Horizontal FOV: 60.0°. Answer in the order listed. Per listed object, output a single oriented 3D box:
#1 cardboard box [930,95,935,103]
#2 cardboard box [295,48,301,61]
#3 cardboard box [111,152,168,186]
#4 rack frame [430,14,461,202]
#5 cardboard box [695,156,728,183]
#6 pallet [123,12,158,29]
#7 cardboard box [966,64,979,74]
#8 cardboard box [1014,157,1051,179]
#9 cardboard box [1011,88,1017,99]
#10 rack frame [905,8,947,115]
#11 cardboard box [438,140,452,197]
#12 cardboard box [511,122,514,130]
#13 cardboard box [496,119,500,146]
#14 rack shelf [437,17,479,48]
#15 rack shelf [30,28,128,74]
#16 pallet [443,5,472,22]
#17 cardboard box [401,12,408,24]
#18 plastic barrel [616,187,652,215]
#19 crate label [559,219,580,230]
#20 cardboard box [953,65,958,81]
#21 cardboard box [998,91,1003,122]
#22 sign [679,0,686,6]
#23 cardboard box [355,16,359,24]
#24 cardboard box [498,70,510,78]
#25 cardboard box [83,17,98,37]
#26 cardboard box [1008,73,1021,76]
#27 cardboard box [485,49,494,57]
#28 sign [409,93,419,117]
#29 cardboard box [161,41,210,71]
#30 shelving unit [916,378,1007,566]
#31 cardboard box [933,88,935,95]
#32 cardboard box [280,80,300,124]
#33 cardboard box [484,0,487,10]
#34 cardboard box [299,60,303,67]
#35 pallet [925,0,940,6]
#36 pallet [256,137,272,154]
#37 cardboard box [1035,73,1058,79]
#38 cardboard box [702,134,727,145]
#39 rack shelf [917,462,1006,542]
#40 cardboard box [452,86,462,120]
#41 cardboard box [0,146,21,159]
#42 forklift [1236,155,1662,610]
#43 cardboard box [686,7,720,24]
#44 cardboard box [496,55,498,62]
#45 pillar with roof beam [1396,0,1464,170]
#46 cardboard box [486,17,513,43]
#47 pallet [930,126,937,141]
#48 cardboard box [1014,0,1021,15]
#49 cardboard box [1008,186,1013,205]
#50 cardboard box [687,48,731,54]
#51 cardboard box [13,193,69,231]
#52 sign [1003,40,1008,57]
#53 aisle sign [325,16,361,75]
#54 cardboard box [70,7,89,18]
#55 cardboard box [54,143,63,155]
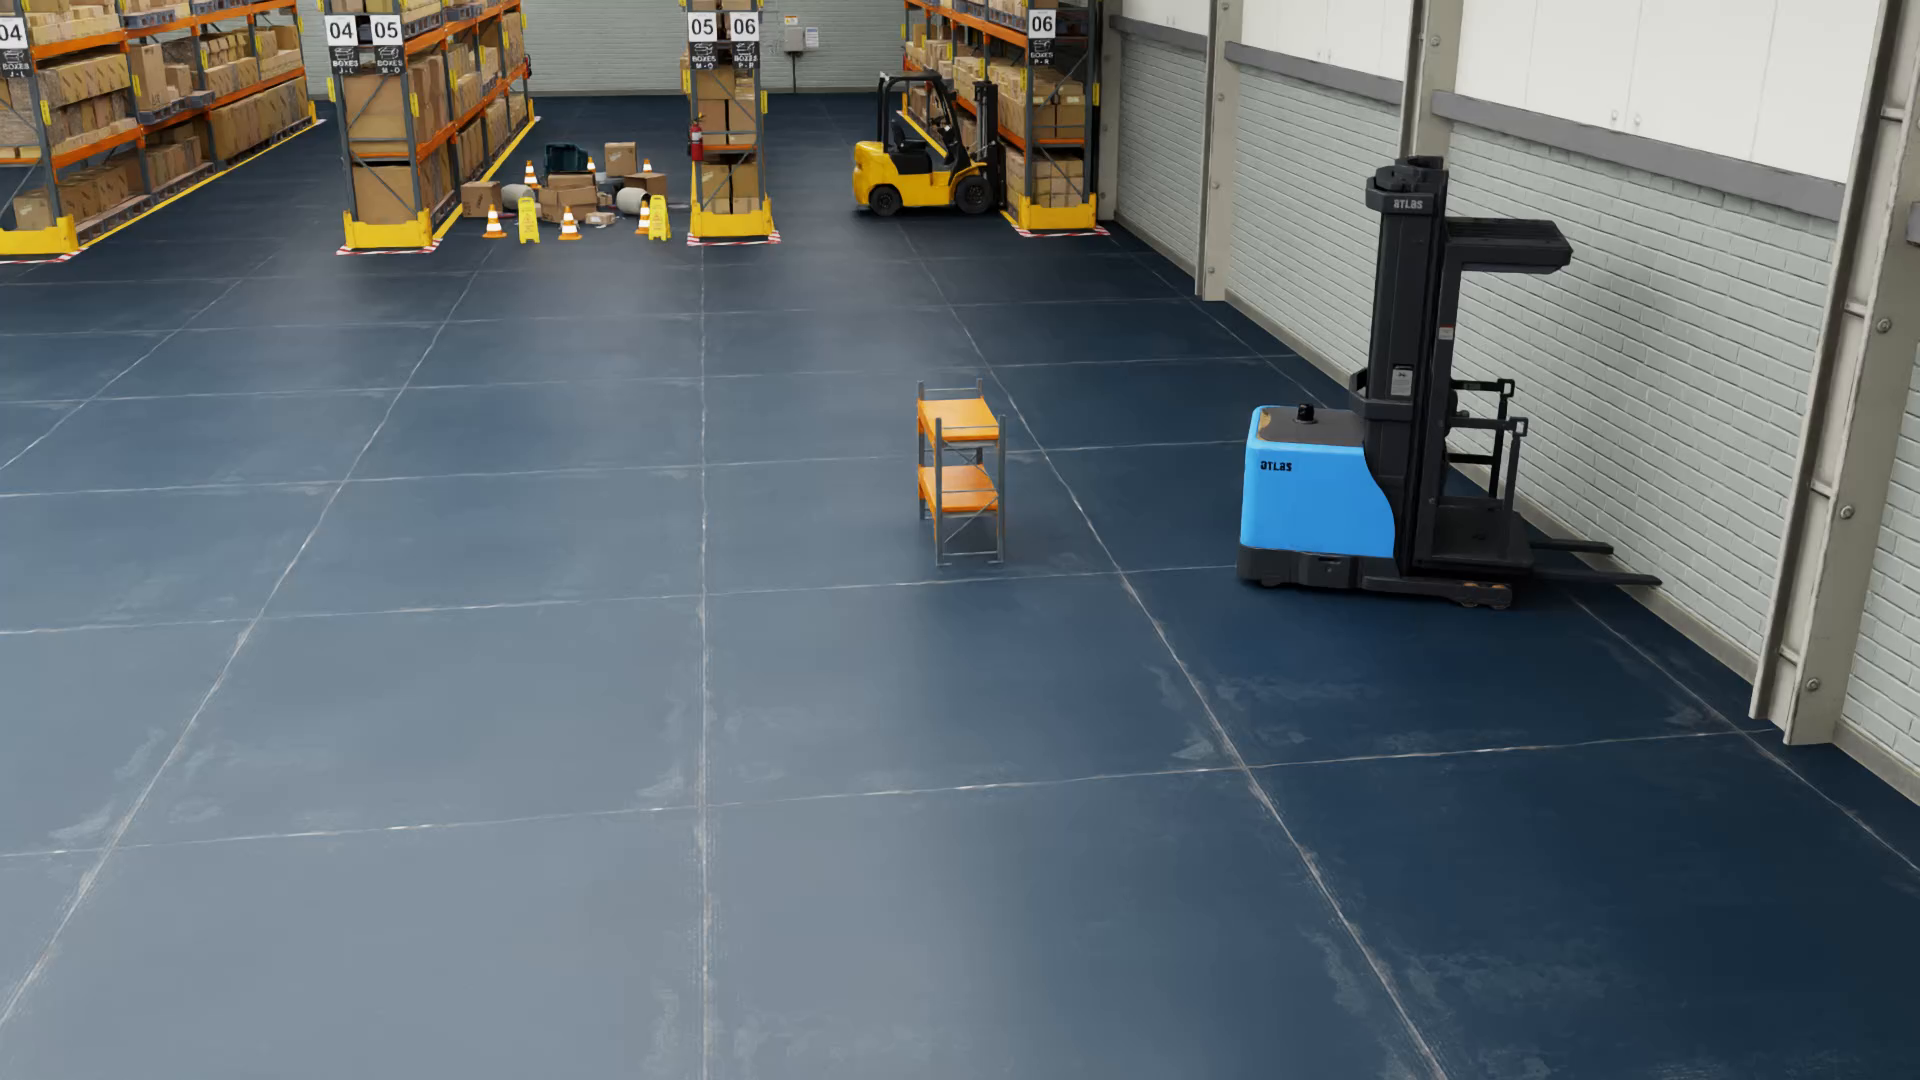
[{"bbox_3d":[-0.447,-9.593,36.158,0.380,0.149,0.250,-2,21,-5],"label":"cardboard box"},{"bbox_3d":[-15.197,-10.949,37.533,0.500,0.250,0.500,-3,21,-9],"label":"cardboard box"},{"bbox_3d":[-13.917,-6.294,28.226,0.700,0.500,0.500,-3,21,-8],"label":"cardboard box"},{"bbox_3d":[-8.877,-7.095,27.424,1.000,3.000,0.127,-3,21,-8],"label":"rack frame"},{"bbox_3d":[-3.869,-5.699,25.946,0.500,0.500,0.500,-2,21,-6],"label":"cardboard box"},{"bbox_3d":[-13.784,-8.416,26.943,1.213,0.211,1.003,-3,21,-8],"label":"pallet"},{"bbox_3d":[0.320,-8.618,30.432,0.380,0.149,0.250,-3,21,-9],"label":"cardboard box"},{"bbox_3d":[1.119,-5.767,25.770,0.500,0.250,0.500,-2,21,-6],"label":"cardboard box"},{"bbox_3d":[1.014,-7.059,26.259,0.380,0.149,0.250,-4,21,-10],"label":"cardboard box"},{"bbox_3d":[-0.812,-11.786,39.984,1.000,3.000,0.127,-3,21,-8],"label":"rack frame"},{"bbox_3d":[-8.856,-6.075,27.130,0.875,0.875,0.875,-3,21,-7],"label":"cardboard box"},{"bbox_3d":[-9.765,-8.868,35.647,0.380,0.149,0.250,-4,21,-10],"label":"cardboard box"},{"bbox_3d":[-9.458,-8.115,33.127,0.500,0.500,0.500,-3,21,-9],"label":"cardboard box"},{"bbox_3d":[-9.166,-8.855,28.880,1.077,0.370,4.000,-3,21,-8],"label":"rack shelf"},{"bbox_3d":[-13.512,-7.255,24.595,1.077,0.370,4.000,-3,21,-8],"label":"rack shelf"},{"bbox_3d":[-9.144,-9.189,29.015,1.003,0.211,1.213,-2,21,-5],"label":"pallet"},{"bbox_3d":[-8.033,-7.376,23.506,0.380,0.149,0.250,-3,21,-7],"label":"cardboard box"},{"bbox_3d":[-5.213,-5.426,26.640,0.512,0.421,0.421,12,24,30],"label":"plastic barrel"},{"bbox_3d":[-5.980,-4.833,25.459,0.250,0.136,0.298,-15,25,-35],"label":"crate label"},{"bbox_3d":[0.139,-9.013,32.059,0.500,0.250,0.500,-3,21,-8],"label":"cardboard box"},{"bbox_3d":[0.889,-7.156,27.446,0.500,0.500,0.500,-3,21,-8],"label":"cardboard box"},{"bbox_3d":[-3.969,-7.793,23.742,0.100,0.325,0.005,-3,21,-8],"label":"sign"},{"bbox_3d":[-8.684,-7.339,23.407,0.380,0.149,0.250,-3,21,-8],"label":"cardboard box"},{"bbox_3d":[-9.748,-9.861,35.191,0.380,0.149,0.250,-2,21,-6],"label":"cardboard box"},{"bbox_3d":[-13.332,-7.712,25.005,0.500,0.250,0.500,-3,21,-8],"label":"cardboard box"},{"bbox_3d":[0.988,-7.468,26.930,0.380,0.149,0.250,-3,21,-8],"label":"cardboard box"},{"bbox_3d":[-9.705,-9.911,33.872,0.380,0.149,0.250,-4,21,-9],"label":"cardboard box"},{"bbox_3d":[-7.751,-6.178,23.621,0.100,0.325,0.005,-3,21,-8],"label":"sign"},{"bbox_3d":[-14.466,-9.035,31.043,0.797,0.503,0.637,-2,21,-6],"label":"cardboard box"},{"bbox_3d":[-0.001,-0.529,12.526,0.538,1.125,1.048,-3,21,-8],"label":"shelving unit"},{"bbox_3d":[-0.387,-9.735,36.114,0.380,0.149,0.250,-3,21,-9],"label":"cardboard box"},{"bbox_3d":[-15.227,-9.703,36.845,0.875,0.875,0.875,-3,21,-8],"label":"cardboard box"},{"bbox_3d":[-9.429,-10.488,32.081,0.500,0.500,0.500,-3,21,-8],"label":"cardboard box"},{"bbox_3d":[-15.153,-10.810,37.731,0.380,0.149,0.250,-3,21,-7],"label":"cardboard box"},{"bbox_3d":[-0.058,-11.130,34.209,1.213,0.211,1.003,-3,21,-8],"label":"pallet"},{"bbox_3d":[-14.767,-8.080,34.047,1.003,0.211,1.213,-3,21,-8],"label":"pallet"},{"bbox_3d":[1.421,-7.491,26.992,0.380,0.149,0.250,-2,21,-6],"label":"cardboard box"},{"bbox_3d":[-3.683,-5.995,24.840,0.380,0.149,0.250,-2,21,-6],"label":"cardboard box"},{"bbox_3d":[-0.001,-0.300,12.611,0.538,0.278,1.000,-3,21,-8],"label":"rack shelf"},{"bbox_3d":[-8.687,-7.337,27.931,0.500,0.500,0.500,-3,21,-7],"label":"cardboard box"},{"bbox_3d":[-13.469,-5.465,23.421,0.380,0.149,0.250,-3,21,-8],"label":"cardboard box"},{"bbox_3d":[3.545,-1.099,11.469,3.031,2.935,1.130,4,21,12],"label":"forklift"},{"bbox_3d":[-3.908,-7.986,25.313,0.500,0.250,0.500,-2,21,-6],"label":"cardboard box"},{"bbox_3d":[-9.778,-9.955,34.417,0.380,0.149,0.250,-2,21,-6],"label":"cardboard box"},{"bbox_3d":[-0.244,-4.971,13.164,9.100,9.000,0.400,-3,21,-8],"label":"pillar with roof beam"},{"bbox_3d":[-9.986,-11.042,35.997,0.500,0.500,0.500,-3,21,-7],"label":"cardboard box"},{"bbox_3d":[-0.081,-8.815,36.015,1.003,0.211,1.213,-3,21,-8],"label":"pallet"},{"bbox_3d":[1.038,-8.191,25.522,0.396,0.266,0.258,-3,21,-8],"label":"cardboard box"},{"bbox_3d":[1.052,-5.474,26.415,0.500,0.250,0.500,-3,21,-8],"label":"cardboard box"},{"bbox_3d":[-4.145,-7.871,27.505,0.700,0.500,0.500,-3,21,-8],"label":"cardboard box"},{"bbox_3d":[-13.297,-4.737,24.085,0.500,0.500,0.500,1,20,2],"label":"cardboard box"},{"bbox_3d":[0.890,-9.587,32.444,0.100,0.325,0.005,-3,21,-8],"label":"sign"},{"bbox_3d":[-8.587,-6.888,23.155,0.394,0.787,0.004,-3,21,-8],"label":"aisle sign"},{"bbox_3d":[-13.368,-7.936,25.035,0.380,0.149,0.250,-2,21,-6],"label":"cardboard box"},{"bbox_3d":[-13.046,-5.575,23.715,0.380,0.149,0.250,-3,21,-8],"label":"cardboard box"}]
